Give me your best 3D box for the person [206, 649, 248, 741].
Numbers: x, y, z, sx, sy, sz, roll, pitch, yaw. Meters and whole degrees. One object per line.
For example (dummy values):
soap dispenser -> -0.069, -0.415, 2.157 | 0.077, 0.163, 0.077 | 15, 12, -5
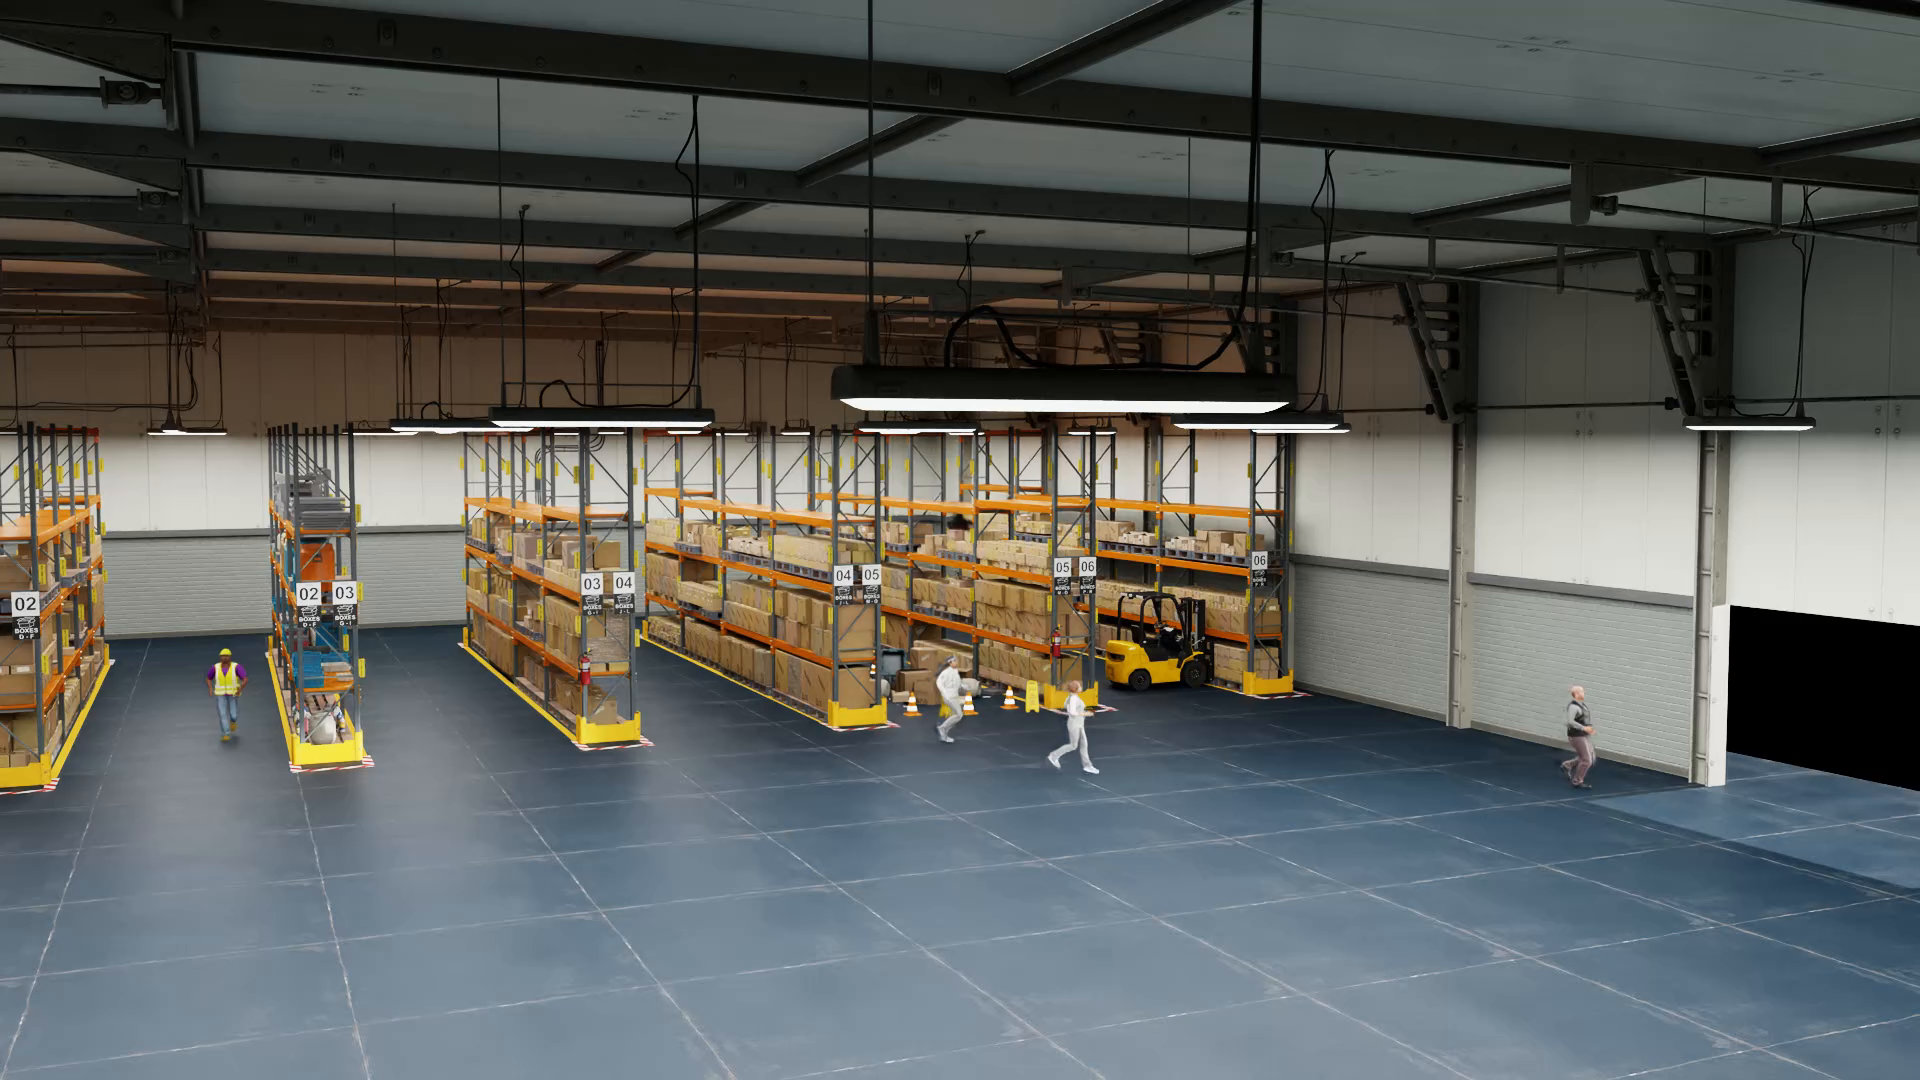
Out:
person -> -13.937, 2.923, 31.607 | 0.739, 1.734, 0.795 | -1, 4, -19

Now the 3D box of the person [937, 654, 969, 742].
person -> -0.110, 2.971, 31.391 | 0.542, 1.666, 0.598 | 1, 4, 17

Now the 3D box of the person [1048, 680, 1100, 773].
person -> 1.944, 3.178, 28.313 | 0.877, 1.592, 0.538 | 1, 4, 10

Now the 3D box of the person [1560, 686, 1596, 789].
person -> 10.127, 3.220, 27.222 | 0.607, 1.673, 0.656 | 2, 4, 33

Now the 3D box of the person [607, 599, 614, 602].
person -> -9.745, 2.030, 46.207 | 0.711, 1.800, 0.957 | -1, 4, -17
